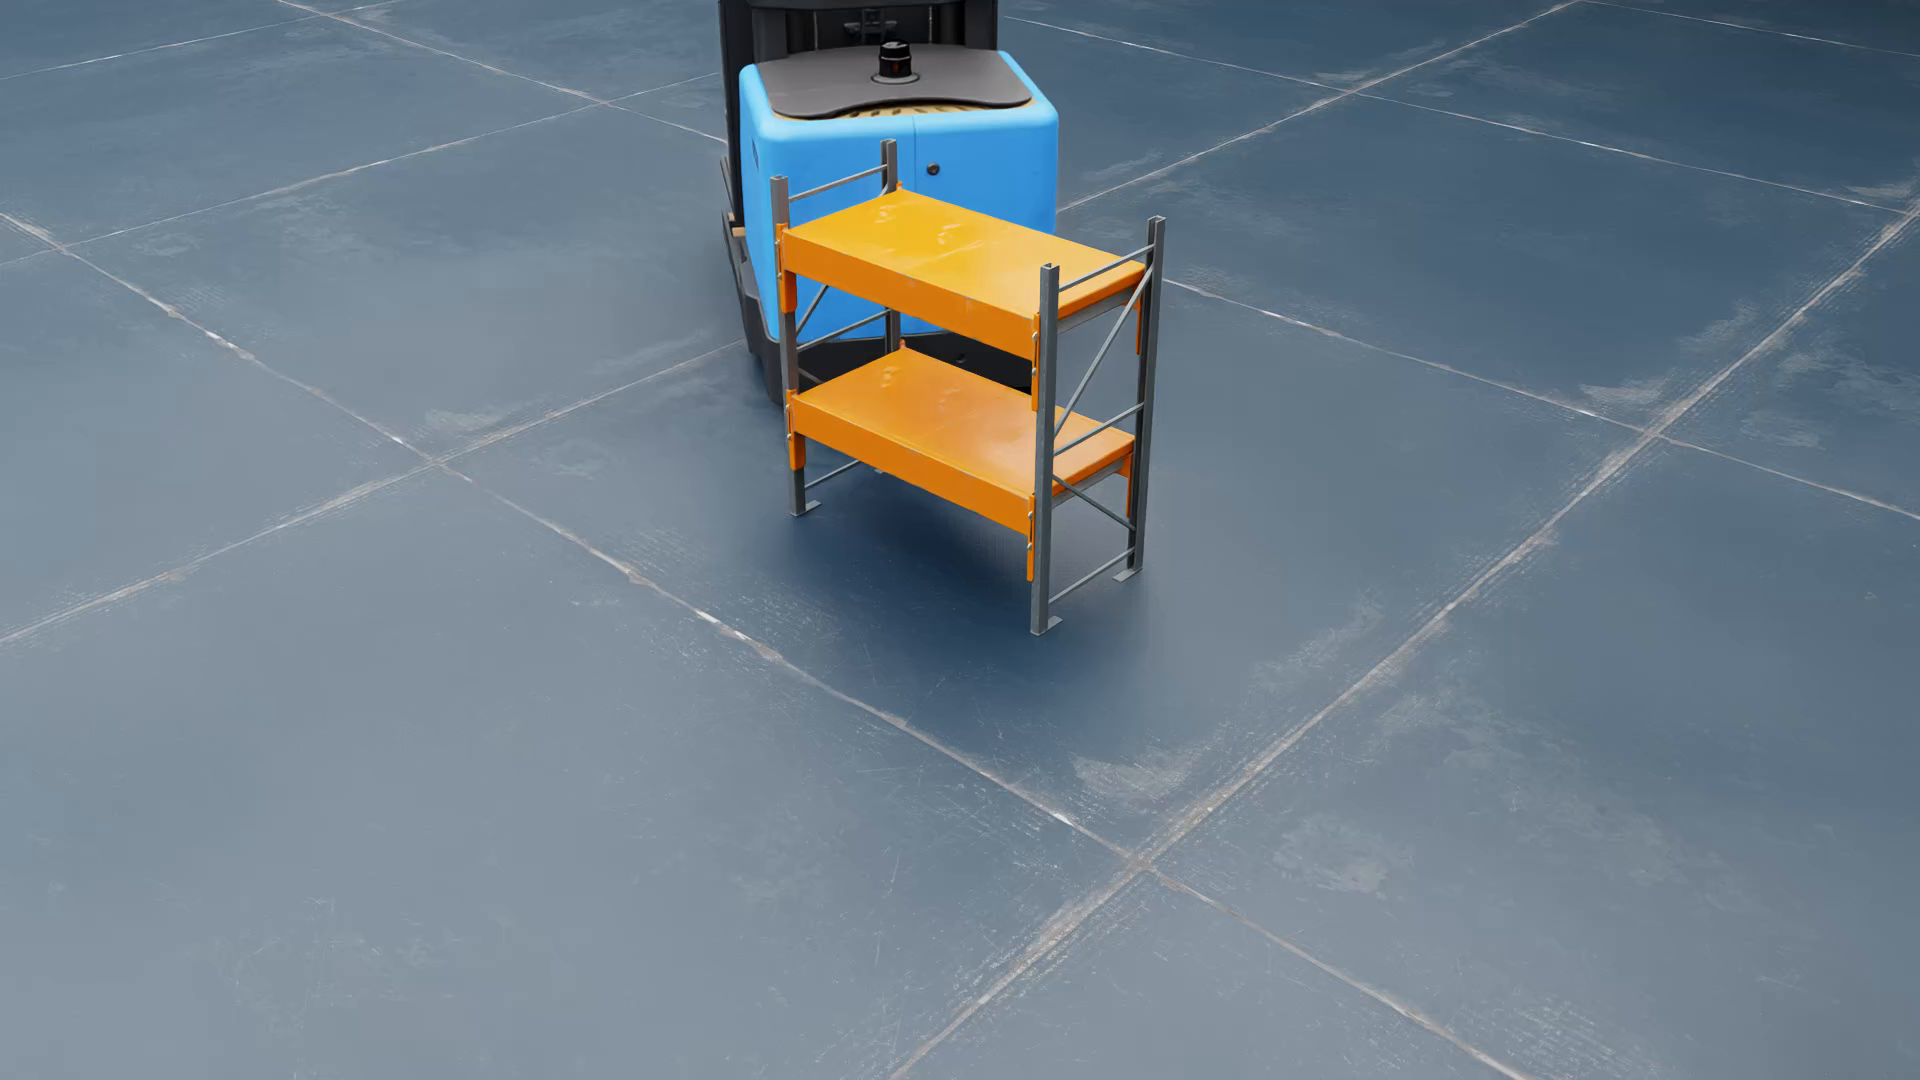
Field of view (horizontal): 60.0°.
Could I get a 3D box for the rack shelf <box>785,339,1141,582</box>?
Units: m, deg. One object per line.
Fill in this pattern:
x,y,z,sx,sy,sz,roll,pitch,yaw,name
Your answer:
0.005,-0.270,5.082,1.000,0.278,0.538,25,39,35,rack shelf

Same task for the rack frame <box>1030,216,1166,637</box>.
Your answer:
0.382,-0.304,4.664,0.032,1.125,0.500,25,39,35,rack frame

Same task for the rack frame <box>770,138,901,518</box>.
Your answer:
-0.372,-0.656,5.248,0.032,1.125,0.500,25,39,35,rack frame

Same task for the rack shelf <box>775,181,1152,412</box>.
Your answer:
0.005,-0.730,4.805,1.000,0.278,0.538,25,39,35,rack shelf

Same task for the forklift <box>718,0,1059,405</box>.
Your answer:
-0.443,-2.475,6.520,1.130,2.935,3.031,-6,32,-10,forklift

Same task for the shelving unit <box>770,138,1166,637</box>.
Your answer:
0.005,-0.480,4.956,1.048,1.125,0.538,25,39,35,shelving unit
